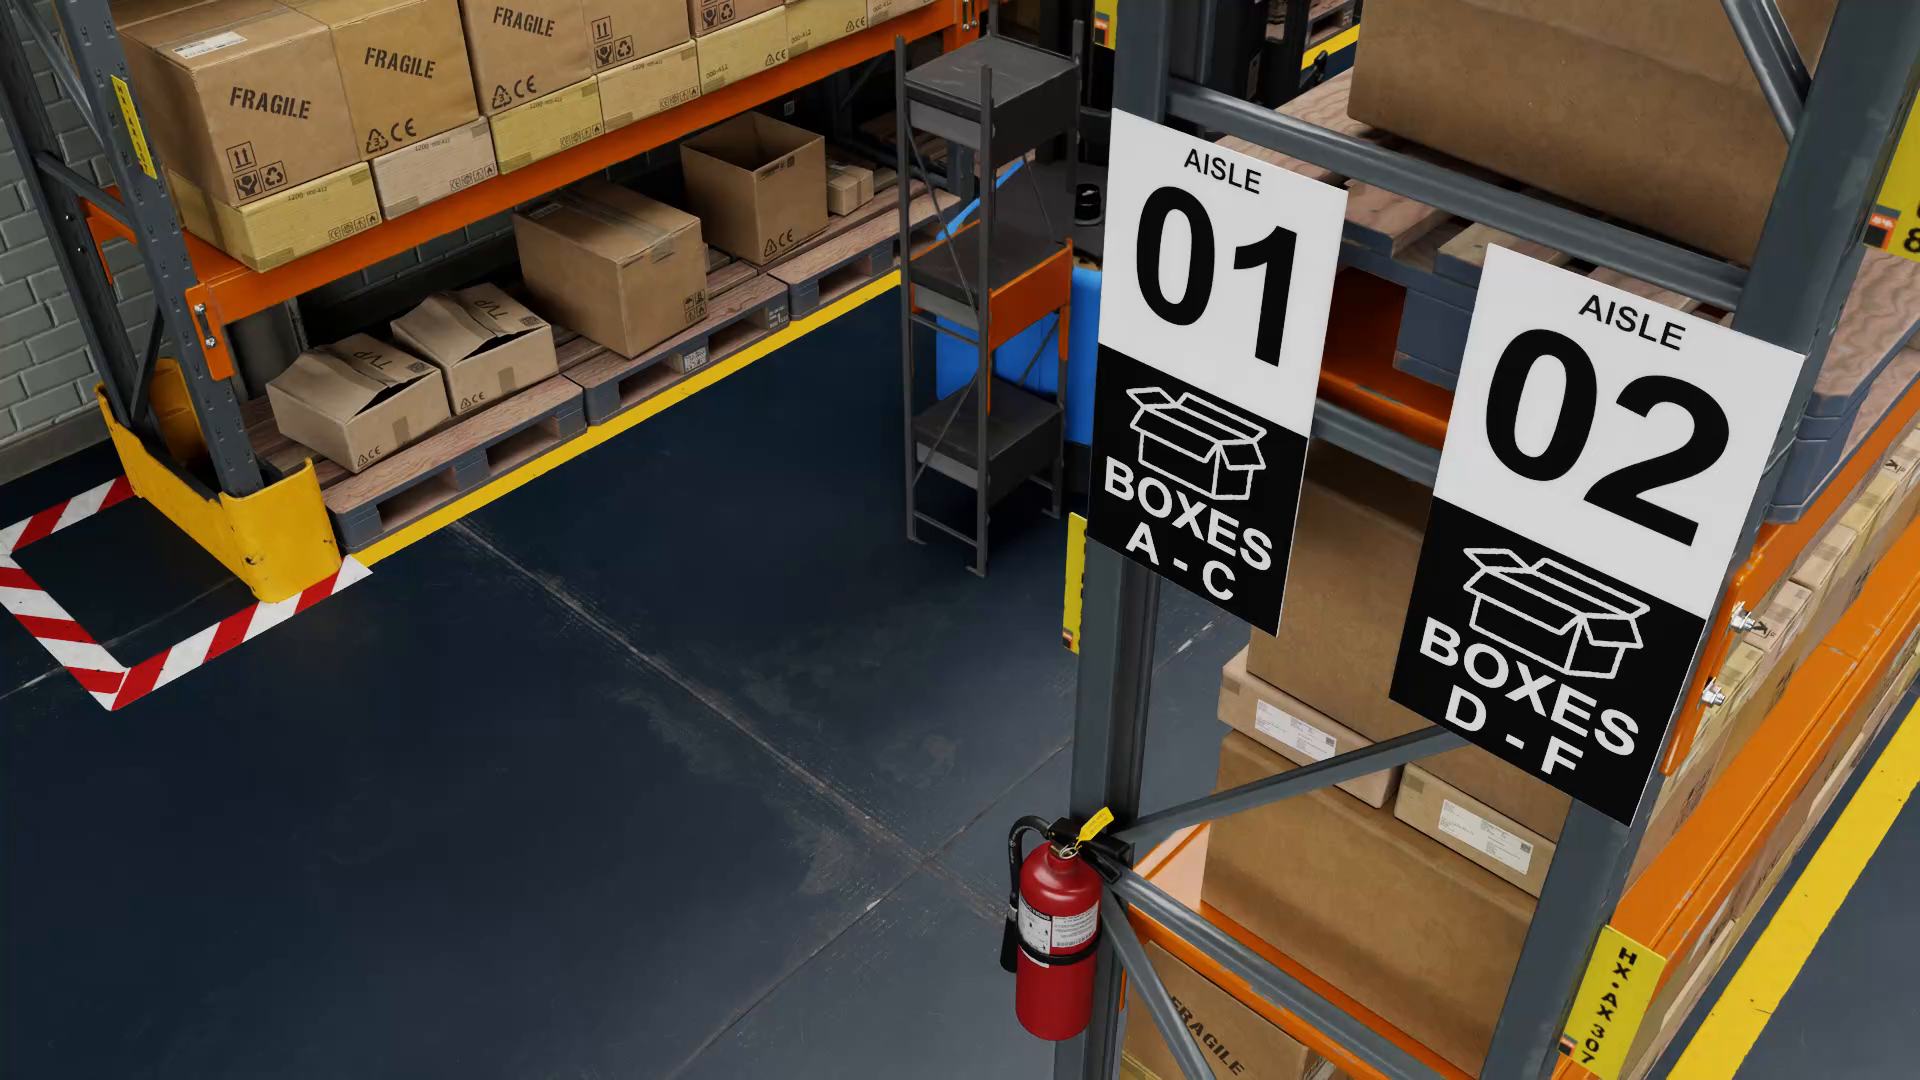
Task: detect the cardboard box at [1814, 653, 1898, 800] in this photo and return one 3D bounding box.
[{"bbox_3d":[2.494,0.419,5.083,0.500,0.500,0.500,30,47,32],"label":"cardboard box"}]

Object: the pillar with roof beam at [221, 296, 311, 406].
[{"bbox_3d":[-0.020,-2.427,2.571,9.100,9.000,0.400,30,47,32],"label":"pillar with roof beam"}]

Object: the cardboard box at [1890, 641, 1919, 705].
[{"bbox_3d":[3.175,0.256,5.890,0.500,0.250,0.500,30,47,32],"label":"cardboard box"}]

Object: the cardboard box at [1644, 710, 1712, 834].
[{"bbox_3d":[1.228,0.372,3.271,0.380,0.149,0.250,28,46,31],"label":"cardboard box"}]

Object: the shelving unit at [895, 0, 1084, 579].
[{"bbox_3d":[0.100,-0.869,6.156,0.431,2.100,0.503,27,46,30],"label":"shelving unit"}]

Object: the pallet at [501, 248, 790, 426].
[{"bbox_3d":[-1.583,-1.061,7.915,1.003,0.211,1.213,30,47,32],"label":"pallet"}]

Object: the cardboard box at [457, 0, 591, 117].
[{"bbox_3d":[-1.793,-1.995,6.350,0.500,0.500,0.500,28,46,31],"label":"cardboard box"}]

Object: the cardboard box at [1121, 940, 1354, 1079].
[{"bbox_3d":[0.770,1.124,4.196,0.500,0.500,0.500,30,47,32],"label":"cardboard box"}]

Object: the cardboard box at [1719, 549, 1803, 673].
[{"bbox_3d":[1.339,-0.147,3.402,0.700,0.500,0.500,28,46,31],"label":"cardboard box"}]

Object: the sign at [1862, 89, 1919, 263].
[{"bbox_3d":[1.033,-0.434,1.710,0.100,0.325,0.005,30,47,32],"label":"sign"}]

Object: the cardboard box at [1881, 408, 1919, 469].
[{"bbox_3d":[2.016,-0.609,3.983,0.700,0.500,0.500,30,47,32],"label":"cardboard box"}]

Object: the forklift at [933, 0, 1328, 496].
[{"bbox_3d":[1.007,-2.180,7.136,1.130,2.935,3.031,18,42,21],"label":"forklift"}]

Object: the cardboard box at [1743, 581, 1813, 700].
[{"bbox_3d":[1.569,0.143,3.559,0.380,0.149,0.250,29,47,31],"label":"cardboard box"}]

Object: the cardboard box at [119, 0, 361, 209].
[{"bbox_3d":[-2.487,-1.537,5.775,0.500,0.500,0.500,30,47,32],"label":"cardboard box"}]

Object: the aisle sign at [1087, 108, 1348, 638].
[{"bbox_3d":[0.367,-0.234,2.545,0.394,0.787,0.004,30,47,32],"label":"aisle sign"}]

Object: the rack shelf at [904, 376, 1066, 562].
[{"bbox_3d":[0.100,-0.311,6.600,0.431,0.518,0.480,27,46,30],"label":"rack shelf"}]

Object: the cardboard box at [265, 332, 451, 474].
[{"bbox_3d":[-2.498,-0.601,6.903,0.500,0.311,0.500,24,44,27],"label":"cardboard box"}]

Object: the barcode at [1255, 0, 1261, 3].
[{"bbox_3d":[0.475,-0.865,2.552,0.001,0.075,0.075,30,47,32],"label":"barcode"}]

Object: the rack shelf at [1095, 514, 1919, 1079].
[{"bbox_3d":[1.977,0.240,4.616,1.077,0.370,4.000,30,47,32],"label":"rack shelf"}]

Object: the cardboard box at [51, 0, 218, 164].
[{"bbox_3d":[-2.870,-1.750,6.042,0.500,0.500,0.500,29,47,31],"label":"cardboard box"}]

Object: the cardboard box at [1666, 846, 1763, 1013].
[{"bbox_3d":[1.818,0.877,4.507,0.500,0.500,0.500,30,47,32],"label":"cardboard box"}]

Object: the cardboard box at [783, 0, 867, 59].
[{"bbox_3d":[-0.771,-2.418,7.485,0.500,0.250,0.500,30,47,32],"label":"cardboard box"}]

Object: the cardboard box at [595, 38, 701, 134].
[{"bbox_3d":[-1.437,-1.949,6.895,0.500,0.250,0.500,30,47,32],"label":"cardboard box"}]

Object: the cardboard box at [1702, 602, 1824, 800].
[{"bbox_3d":[1.642,0.160,4.059,0.700,0.500,0.500,30,47,32],"label":"cardboard box"}]

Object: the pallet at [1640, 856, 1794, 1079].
[{"bbox_3d":[1.936,1.042,5.270,1.003,0.211,1.213,30,47,32],"label":"pallet"}]

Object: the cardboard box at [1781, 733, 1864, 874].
[{"bbox_3d":[2.504,0.718,5.309,0.500,0.250,0.500,30,47,32],"label":"cardboard box"}]

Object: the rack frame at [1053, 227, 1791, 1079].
[{"bbox_3d":[0.628,0.877,3.237,1.000,3.000,0.127,30,47,32],"label":"rack frame"}]

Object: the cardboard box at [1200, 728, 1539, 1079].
[{"bbox_3d":[0.952,0.629,3.469,0.700,0.500,0.500,30,47,32],"label":"cardboard box"}]

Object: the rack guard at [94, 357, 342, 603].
[{"bbox_3d":[-2.980,-0.258,6.672,1.175,0.500,0.348,30,47,32],"label":"rack guard"}]

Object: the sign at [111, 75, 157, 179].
[{"bbox_3d":[-2.631,-1.312,5.295,0.100,0.325,0.005,30,47,32],"label":"sign"}]

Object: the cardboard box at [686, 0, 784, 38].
[{"bbox_3d":[-1.104,-2.476,6.956,0.500,0.500,0.500,28,46,31],"label":"cardboard box"}]

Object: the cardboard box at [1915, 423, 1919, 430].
[{"bbox_3d":[2.266,-0.333,4.157,0.380,0.149,0.250,31,48,33],"label":"cardboard box"}]

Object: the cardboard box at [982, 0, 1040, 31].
[{"bbox_3d":[0.446,-3.075,9.260,0.500,0.250,0.500,29,47,31],"label":"cardboard box"}]

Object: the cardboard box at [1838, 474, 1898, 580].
[{"bbox_3d":[1.919,-0.098,3.862,0.380,0.149,0.250,29,47,31],"label":"cardboard box"}]

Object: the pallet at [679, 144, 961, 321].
[{"bbox_3d":[-0.760,-1.624,8.623,1.003,0.211,1.213,30,47,32],"label":"pallet"}]

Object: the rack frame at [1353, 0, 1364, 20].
[{"bbox_3d":[2.366,-4.877,10.473,1.000,3.000,0.127,30,47,32],"label":"rack frame"}]

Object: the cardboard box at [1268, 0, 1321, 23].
[{"bbox_3d":[1.919,-3.718,10.670,0.700,0.500,0.500,30,48,32],"label":"cardboard box"}]

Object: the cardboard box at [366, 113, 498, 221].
[{"bbox_3d":[-2.128,-1.486,6.313,0.500,0.250,0.500,28,46,31],"label":"cardboard box"}]

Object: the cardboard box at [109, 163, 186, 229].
[{"bbox_3d":[-2.859,-1.446,6.263,0.500,0.250,0.500,30,48,32],"label":"cardboard box"}]

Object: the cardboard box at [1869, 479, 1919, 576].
[{"bbox_3d":[2.339,-0.319,4.661,0.700,0.500,0.500,30,48,32],"label":"cardboard box"}]

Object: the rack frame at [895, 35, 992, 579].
[{"bbox_3d":[-0.056,-0.753,6.010,0.400,2.100,0.015,27,46,30],"label":"rack frame"}]

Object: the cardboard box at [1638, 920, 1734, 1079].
[{"bbox_3d":[1.826,1.175,4.734,0.500,0.250,0.500,30,47,32],"label":"cardboard box"}]

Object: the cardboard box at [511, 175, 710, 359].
[{"bbox_3d":[-1.582,-1.253,7.571,0.700,0.500,0.500,27,46,29],"label":"cardboard box"}]

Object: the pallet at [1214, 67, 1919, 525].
[{"bbox_3d":[1.124,-0.576,2.726,1.003,0.211,1.213,30,47,32],"label":"pallet"}]

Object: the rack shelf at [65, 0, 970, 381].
[{"bbox_3d":[-1.682,-1.838,7.230,1.077,0.370,4.000,30,47,32],"label":"rack shelf"}]

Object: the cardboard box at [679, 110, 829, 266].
[{"bbox_3d":[-1.003,-1.739,8.182,0.500,0.500,0.500,26,45,29],"label":"cardboard box"}]
